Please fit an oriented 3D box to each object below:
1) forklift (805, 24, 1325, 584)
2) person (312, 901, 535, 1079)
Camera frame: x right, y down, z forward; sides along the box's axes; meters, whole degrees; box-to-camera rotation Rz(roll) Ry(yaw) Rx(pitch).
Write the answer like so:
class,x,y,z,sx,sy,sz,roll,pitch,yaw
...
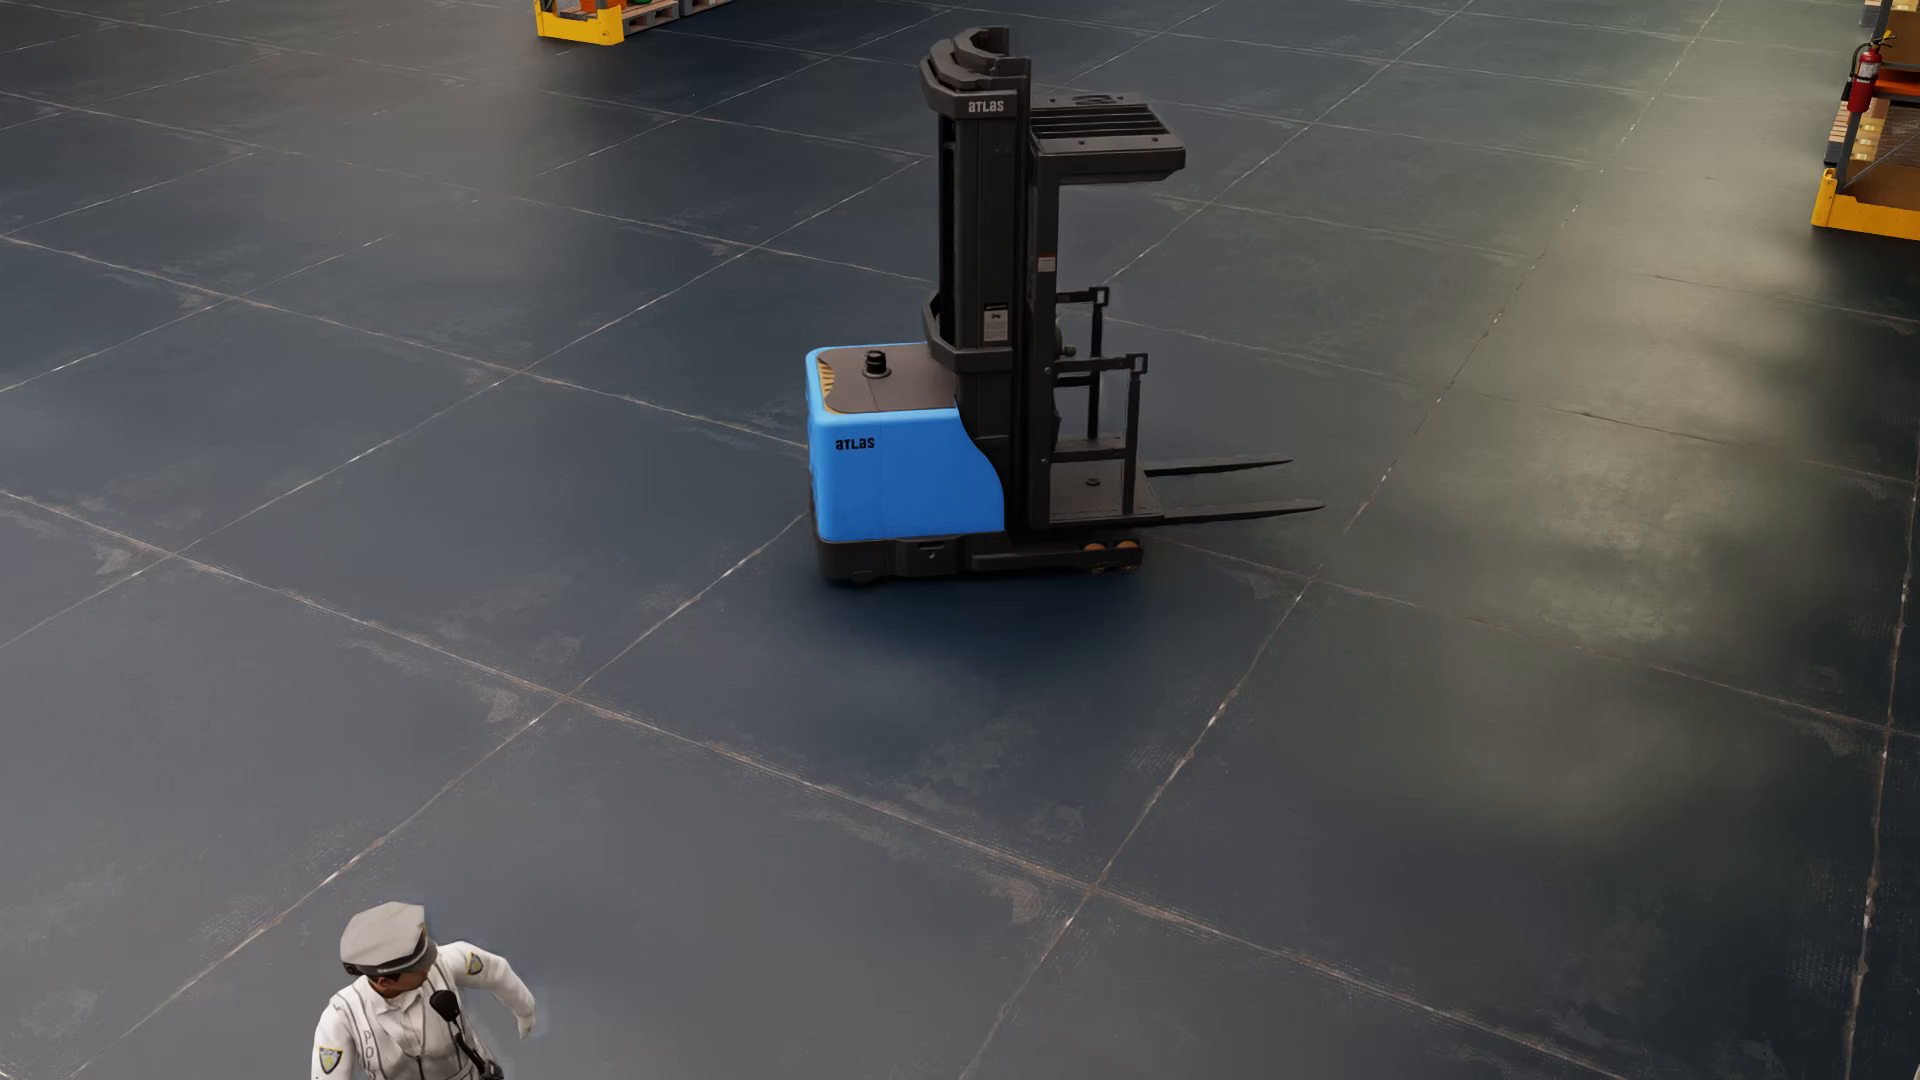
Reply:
class,x,y,z,sx,sy,sz,roll,pitch,yaw
forklift,0.631,-1.339,9.391,3.031,2.935,1.130,-4,30,-7
person,-1.671,1.819,5.299,0.617,1.643,0.706,-5,30,-8
